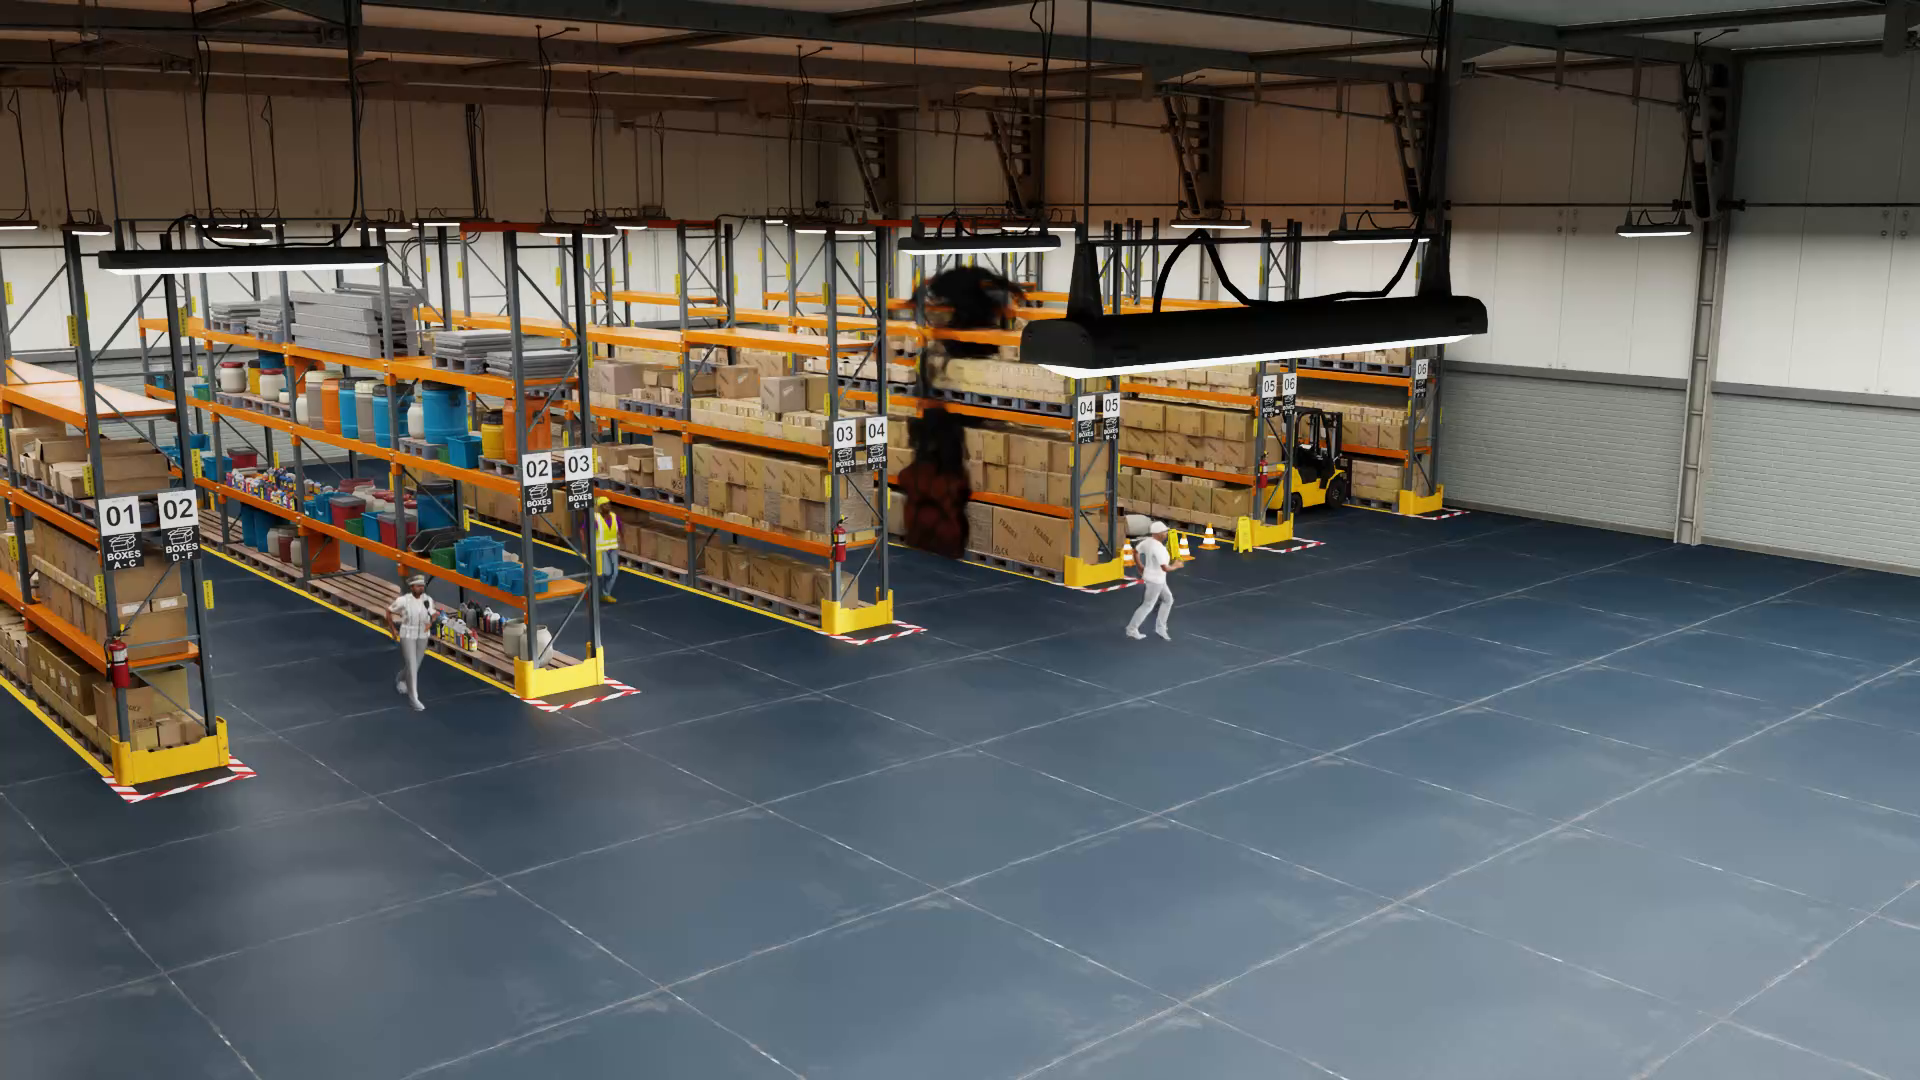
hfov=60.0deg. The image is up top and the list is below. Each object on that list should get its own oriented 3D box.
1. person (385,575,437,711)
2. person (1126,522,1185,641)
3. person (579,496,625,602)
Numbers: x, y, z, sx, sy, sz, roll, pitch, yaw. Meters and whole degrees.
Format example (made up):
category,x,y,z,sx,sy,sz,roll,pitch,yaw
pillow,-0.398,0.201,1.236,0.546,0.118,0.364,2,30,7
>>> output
category,x,y,z,sx,sy,sz,roll,pitch,yaw
person,-7.022,1.267,21.409,0.607,1.695,0.889,-10,15,-41
person,2.851,0.628,24.309,0.849,1.824,0.670,0,11,-2
person,-5.711,0.151,26.781,0.730,1.726,0.594,-11,16,-43
